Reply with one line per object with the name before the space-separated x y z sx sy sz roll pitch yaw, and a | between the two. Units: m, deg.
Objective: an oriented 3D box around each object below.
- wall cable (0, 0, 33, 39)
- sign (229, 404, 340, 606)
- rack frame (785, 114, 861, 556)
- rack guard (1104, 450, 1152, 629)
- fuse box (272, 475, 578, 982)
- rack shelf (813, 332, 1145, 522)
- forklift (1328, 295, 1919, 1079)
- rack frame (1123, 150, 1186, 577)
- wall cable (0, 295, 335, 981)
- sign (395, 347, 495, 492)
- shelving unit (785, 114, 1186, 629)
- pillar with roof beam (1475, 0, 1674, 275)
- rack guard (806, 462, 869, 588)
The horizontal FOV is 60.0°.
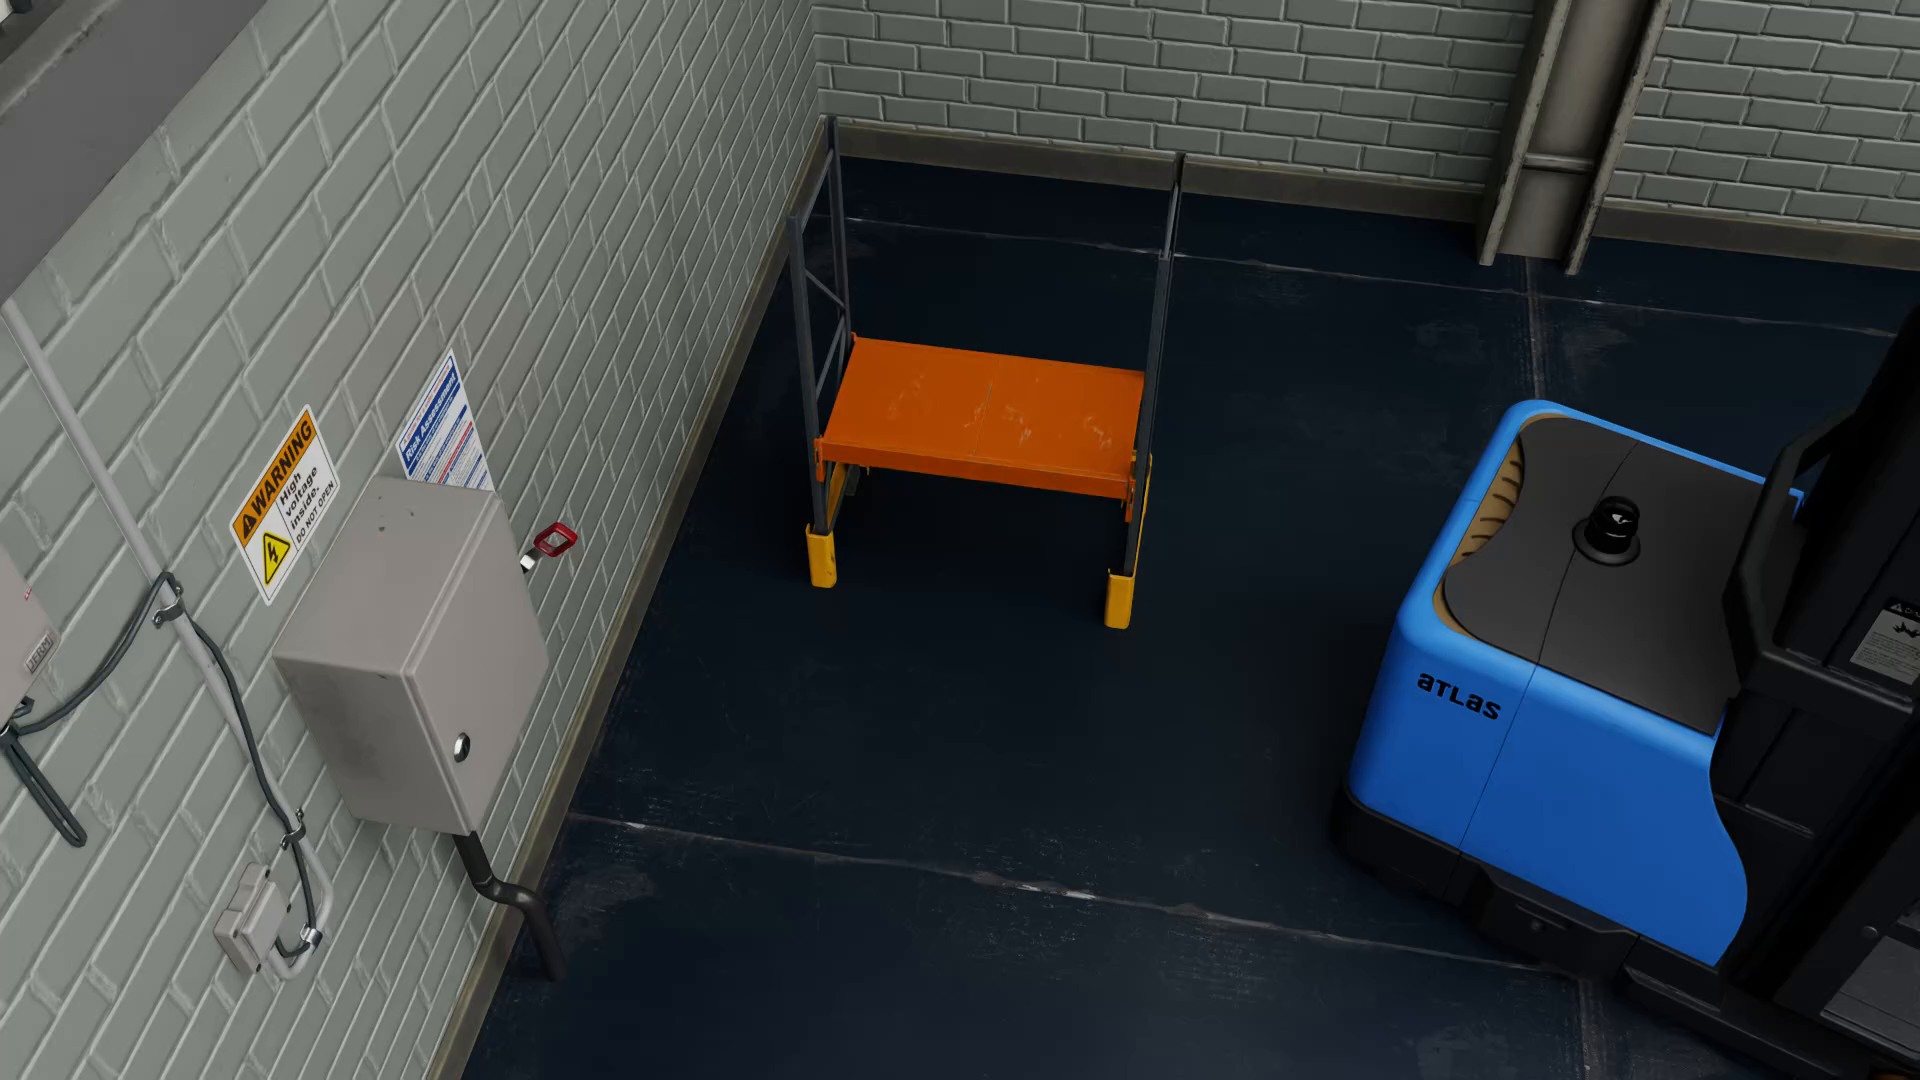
wall cable | -1.039 -2.708 2.108 0.133 3.039 2.988 8 49 7
sign | -1.310 -0.070 3.241 0.001 0.242 0.339 8 49 7
rack frame | -0.416 -0.557 5.242 0.032 1.500 0.500 8 49 7
rack guard | 0.565 -0.008 5.589 0.087 0.250 0.587 8 49 7
fuse box | -1.096 0.624 4.039 0.414 1.711 0.539 8 49 7
rack shelf | 0.084 -0.370 5.316 1.000 0.185 0.538 8 49 7
forklift | 2.614 0.187 3.612 3.031 2.935 1.130 24 52 20
rack frame | 0.584 -0.423 5.122 0.032 1.500 0.500 8 49 7
wall cable | -1.373 0.332 2.752 0.122 1.984 0.588 8 49 7
sign | -1.212 -0.164 3.945 0.001 0.494 0.329 8 49 7
shelving unit | 0.075 -0.491 5.183 1.083 1.500 0.587 8 49 7
pillar with roof beam | 1.560 -1.064 0.656 0.400 9.000 9.100 8 49 7
rack guard | -0.415 -0.139 5.707 0.087 0.250 0.587 8 49 7
